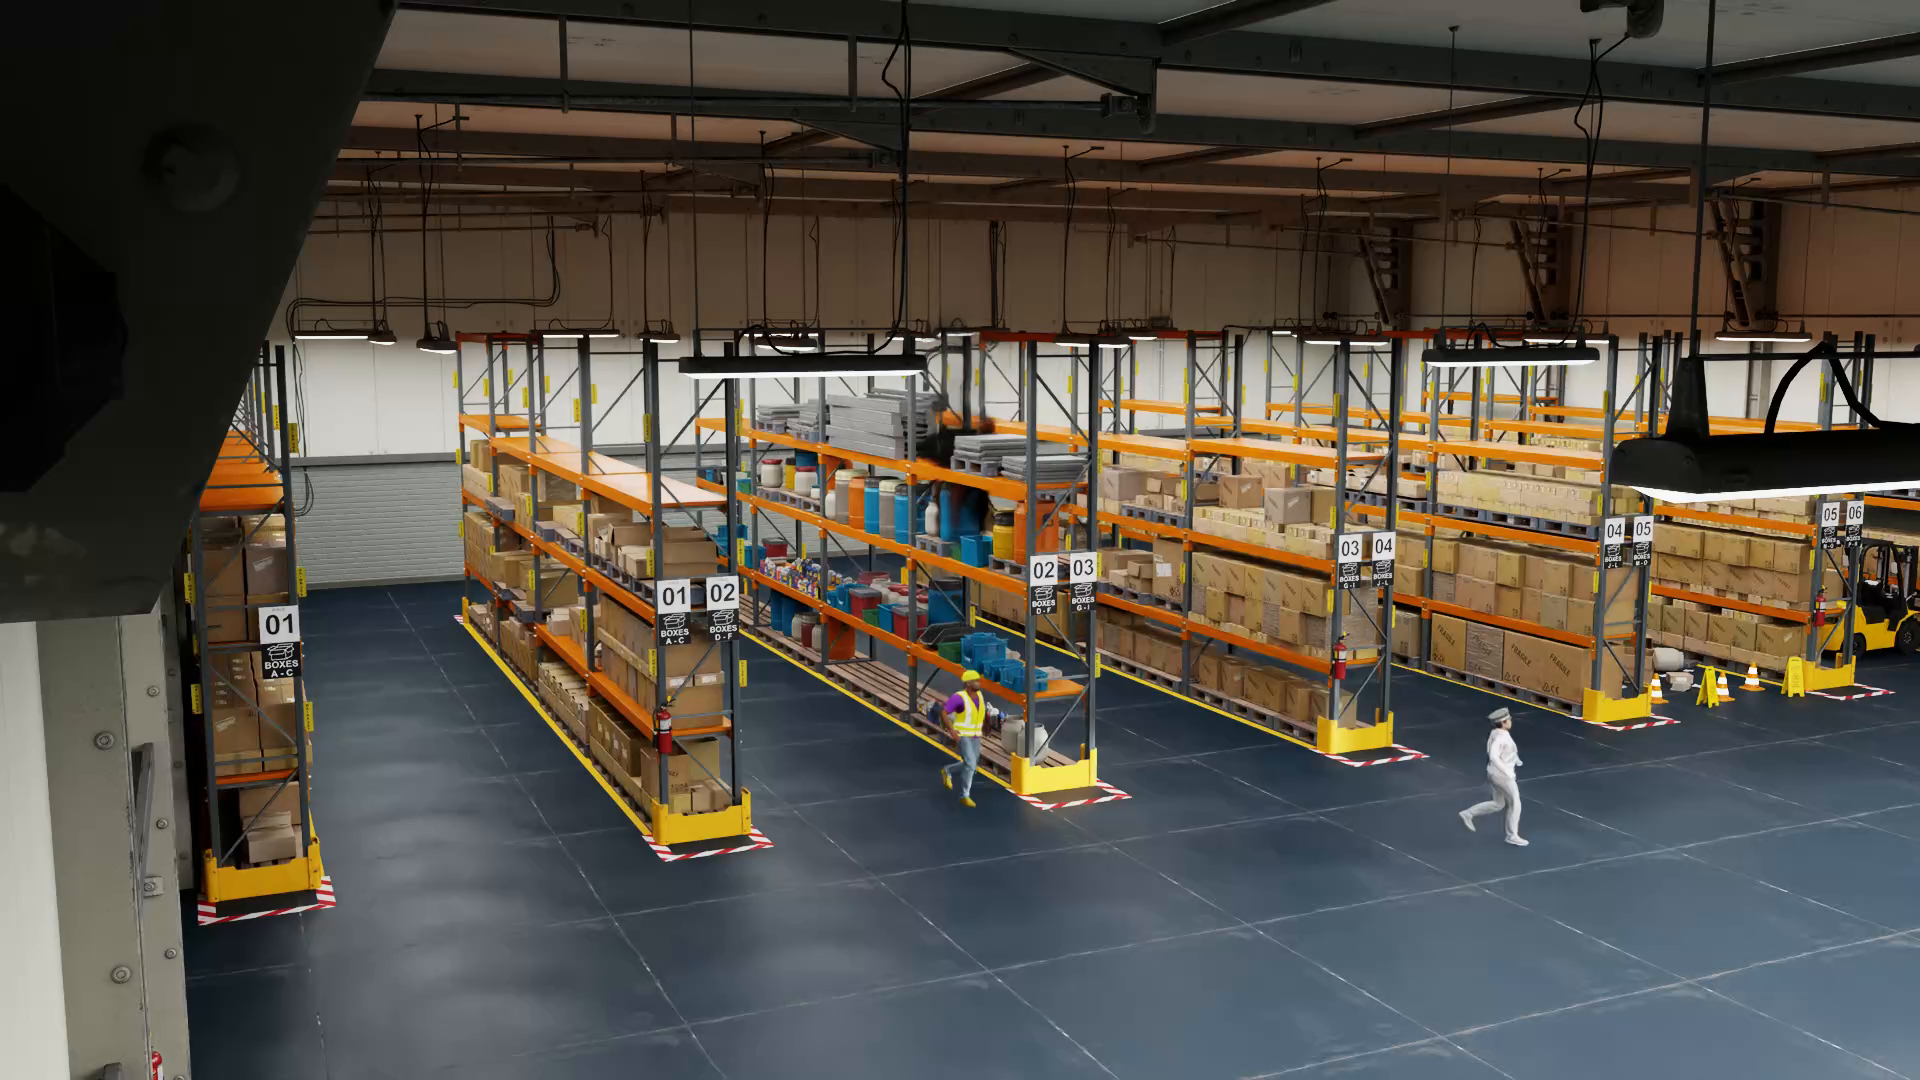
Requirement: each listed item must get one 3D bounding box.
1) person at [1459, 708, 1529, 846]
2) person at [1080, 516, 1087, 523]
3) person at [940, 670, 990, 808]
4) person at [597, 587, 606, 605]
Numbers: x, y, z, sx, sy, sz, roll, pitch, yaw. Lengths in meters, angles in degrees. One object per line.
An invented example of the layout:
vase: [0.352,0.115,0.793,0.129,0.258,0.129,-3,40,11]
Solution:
person: [6.439,2.835,19.960,0.827,1.694,0.563,0,8,2]
person: [3.158,-0.045,41.375,0.856,1.708,0.591,-4,9,-30]
person: [0.067,2.566,21.824,0.750,1.734,0.740,7,10,43]
person: [-7.543,0.869,34.323,0.669,1.740,0.876,-4,9,-30]
